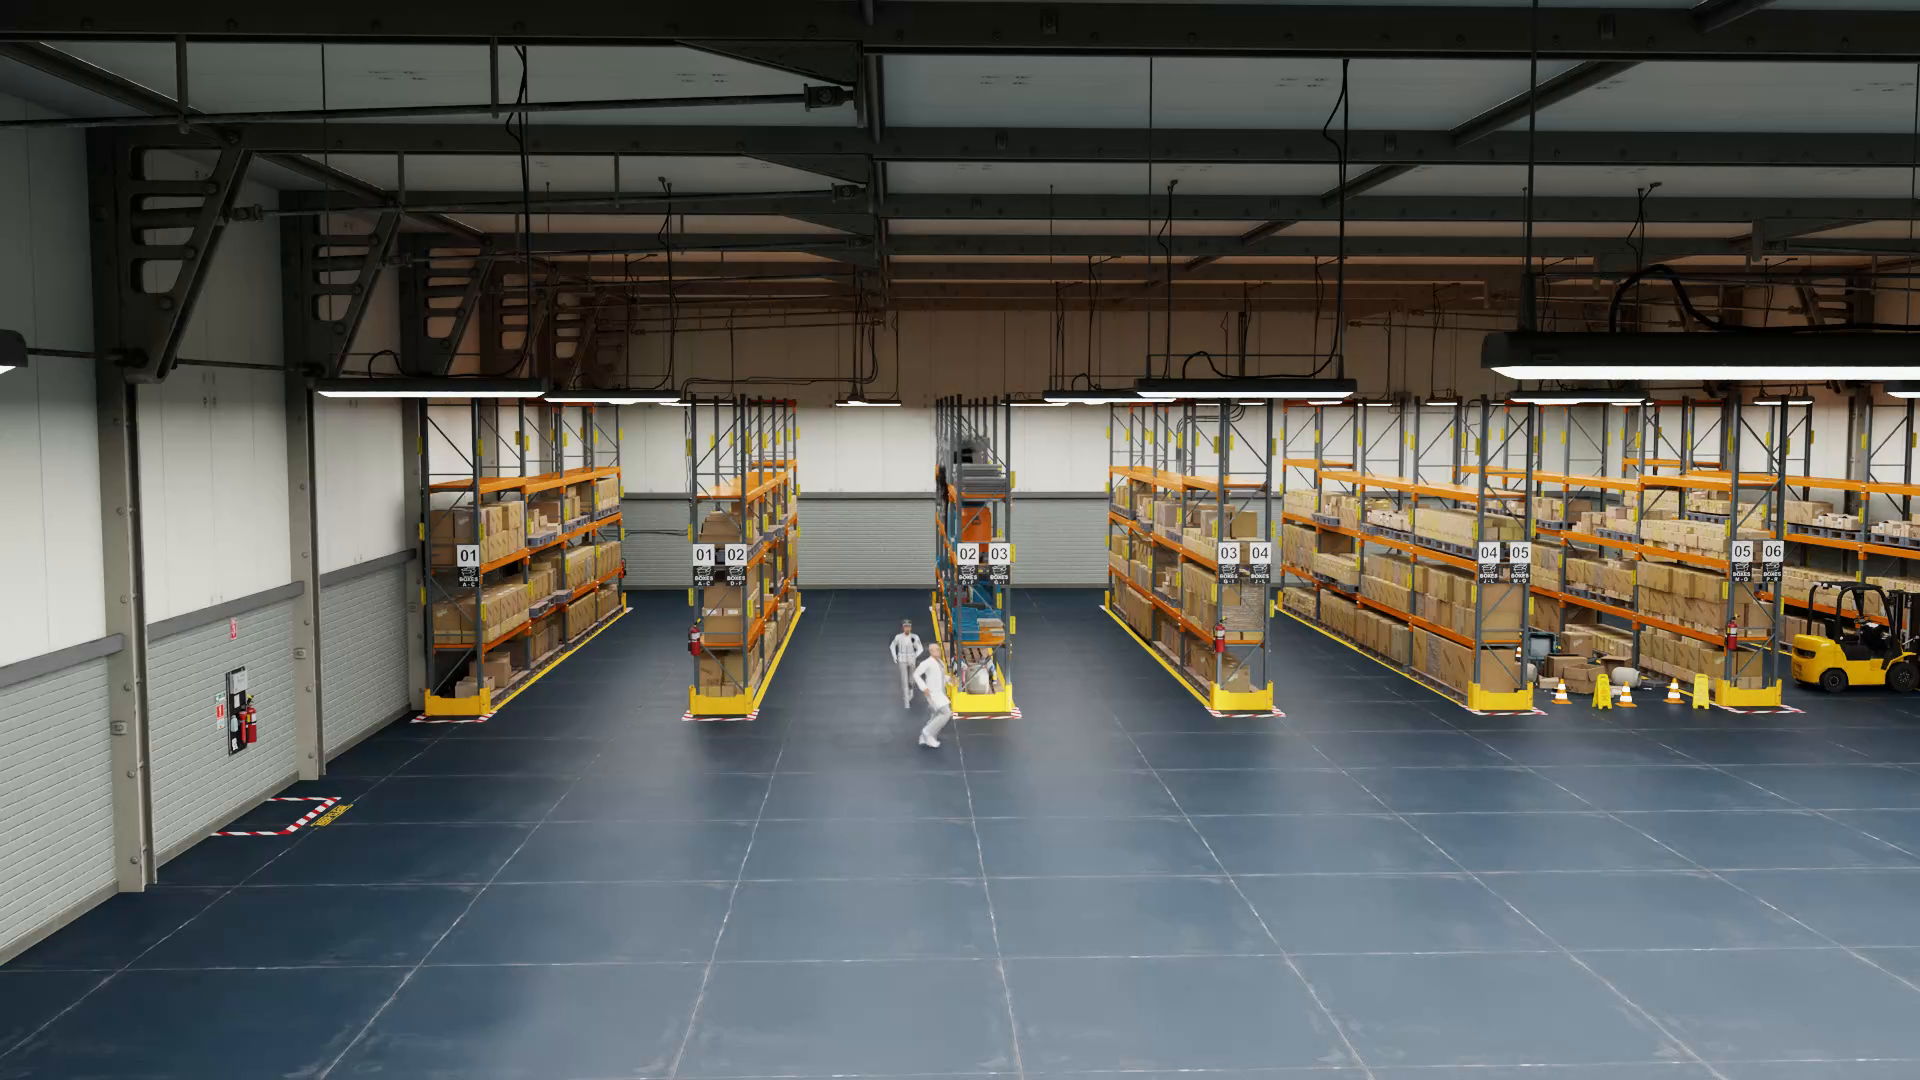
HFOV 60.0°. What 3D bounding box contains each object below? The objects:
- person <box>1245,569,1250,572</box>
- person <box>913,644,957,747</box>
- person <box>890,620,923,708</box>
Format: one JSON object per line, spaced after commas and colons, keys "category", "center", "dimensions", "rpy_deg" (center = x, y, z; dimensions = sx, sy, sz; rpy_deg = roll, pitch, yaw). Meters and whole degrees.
{"category": "person", "center": [7.968, 1.275, 46.029], "dimensions": [0.612, 1.674, 0.912], "rpy_deg": [0, 4, 2]}
{"category": "person", "center": [-0.372, 2.627, 28.127], "dimensions": [0.687, 1.746, 0.695], "rpy_deg": [2, 5, 21]}
{"category": "person", "center": [-1.033, 2.360, 32.137], "dimensions": [0.636, 1.688, 0.717], "rpy_deg": [0, 5, -4]}
